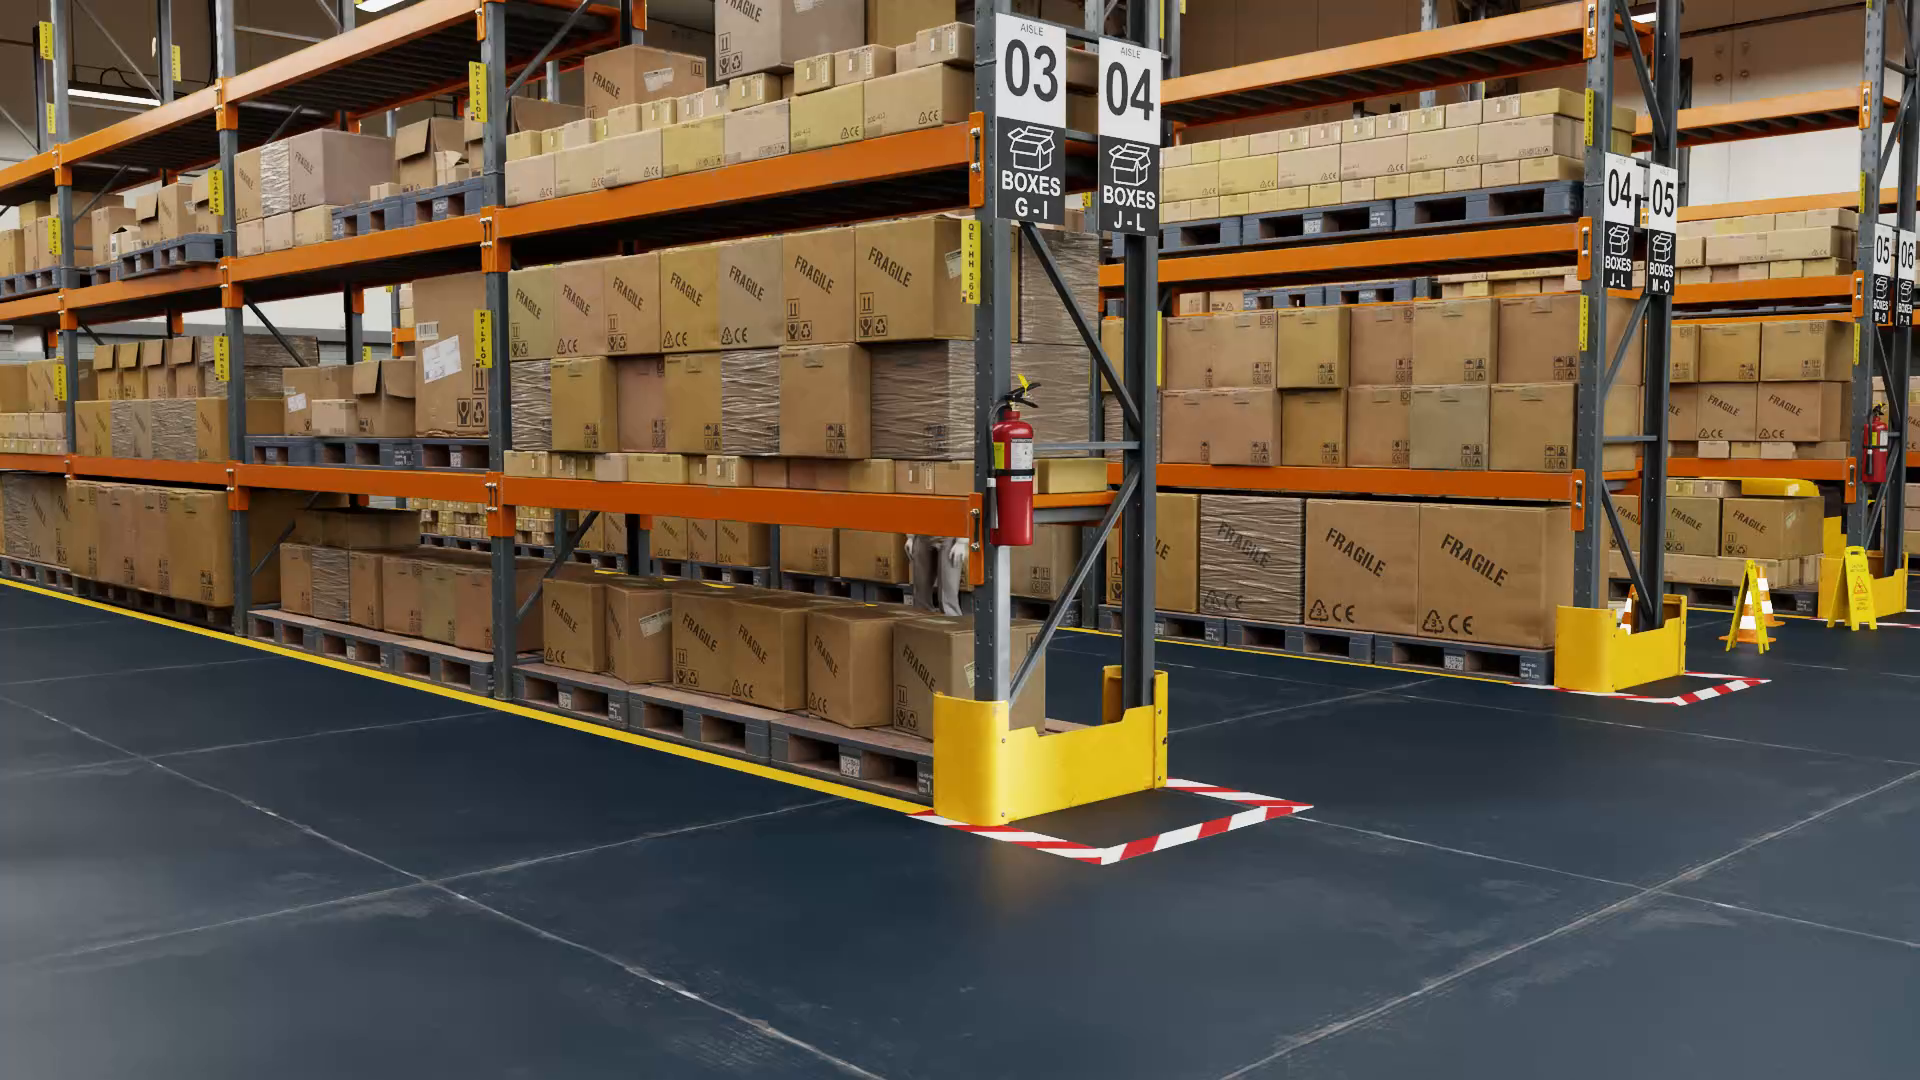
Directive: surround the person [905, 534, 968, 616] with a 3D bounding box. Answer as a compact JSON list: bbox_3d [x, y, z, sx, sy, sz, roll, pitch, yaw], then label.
[{"bbox_3d":[-0.142,0.018,10.760,0.378,1.663,0.531,-4,6,-44],"label":"person"}]
